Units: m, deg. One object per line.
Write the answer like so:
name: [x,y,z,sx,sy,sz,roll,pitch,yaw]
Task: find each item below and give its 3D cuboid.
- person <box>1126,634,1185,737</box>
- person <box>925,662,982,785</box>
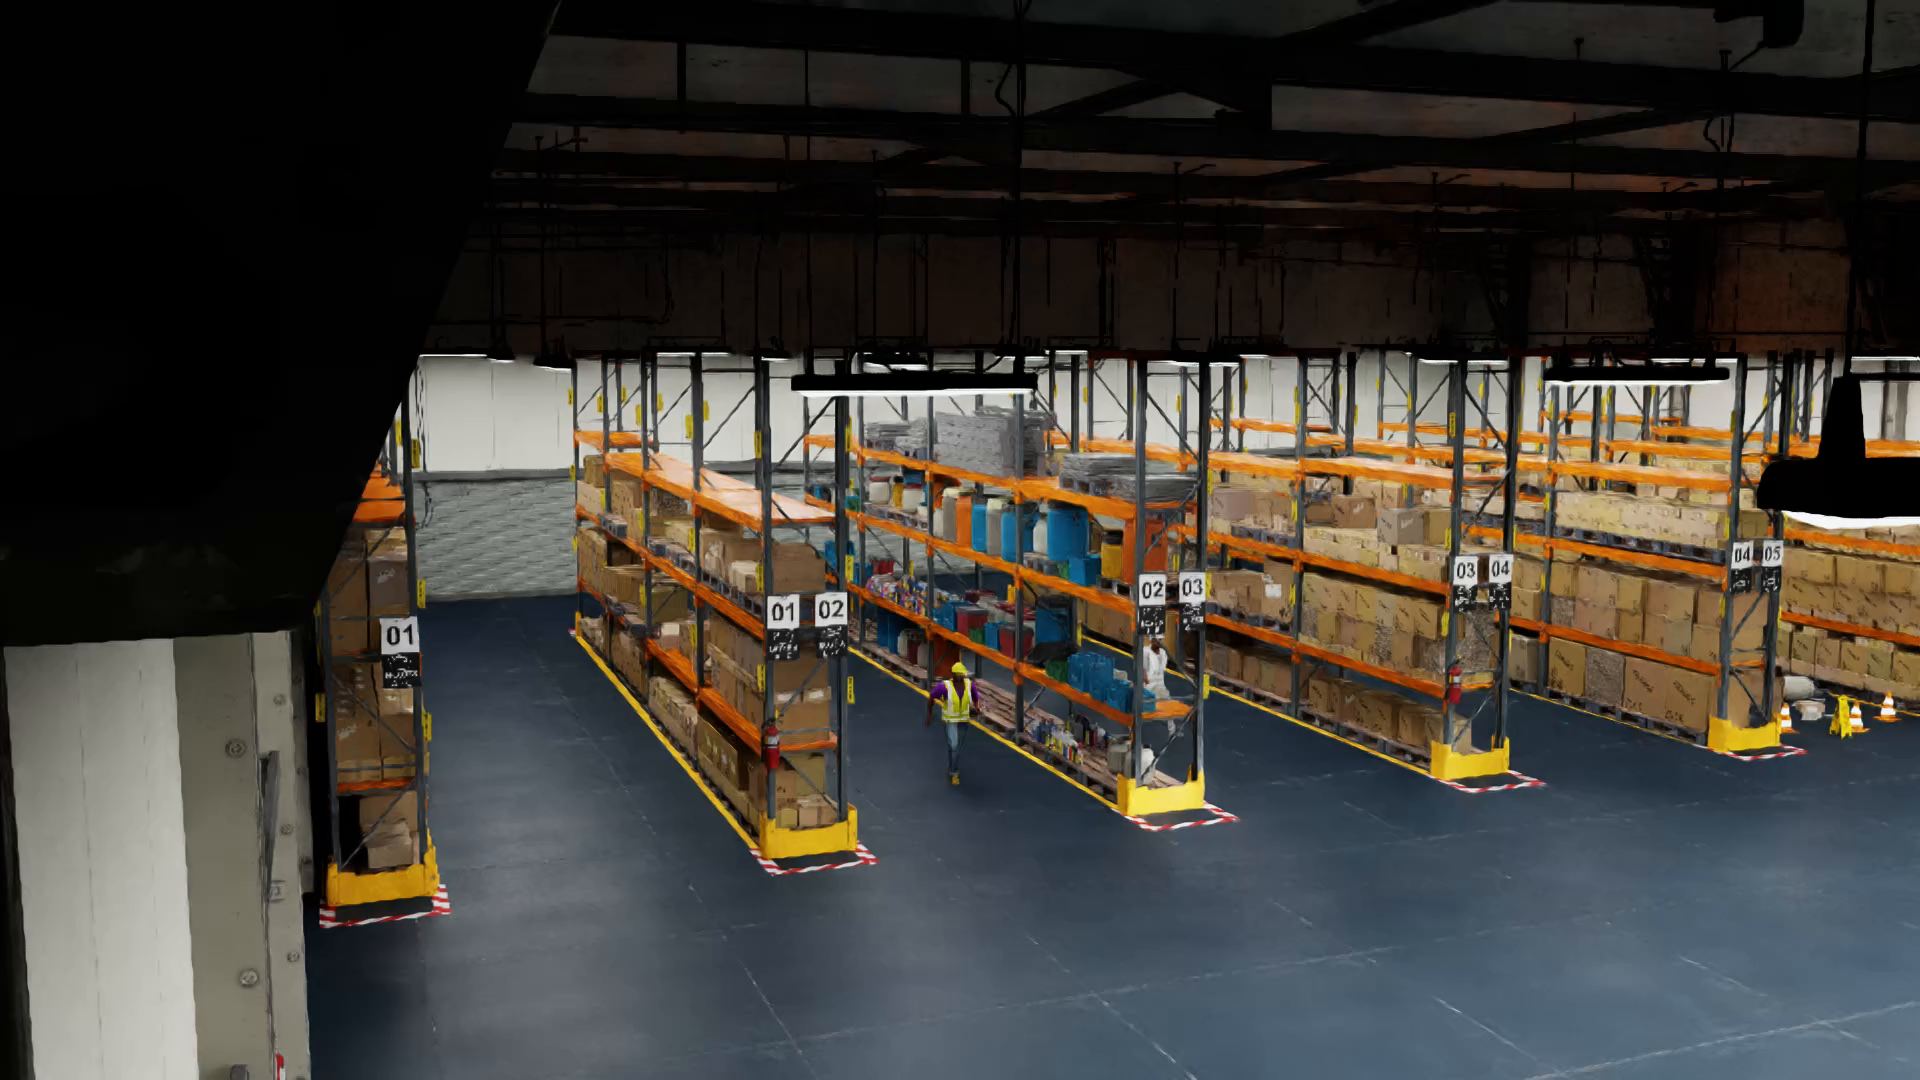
person: [3.034,2.235,26.015,0.579,1.703,1.079,-4,8,-32]
person: [-0.067,2.557,23.604,0.743,1.700,0.834,-3,8,-25]
